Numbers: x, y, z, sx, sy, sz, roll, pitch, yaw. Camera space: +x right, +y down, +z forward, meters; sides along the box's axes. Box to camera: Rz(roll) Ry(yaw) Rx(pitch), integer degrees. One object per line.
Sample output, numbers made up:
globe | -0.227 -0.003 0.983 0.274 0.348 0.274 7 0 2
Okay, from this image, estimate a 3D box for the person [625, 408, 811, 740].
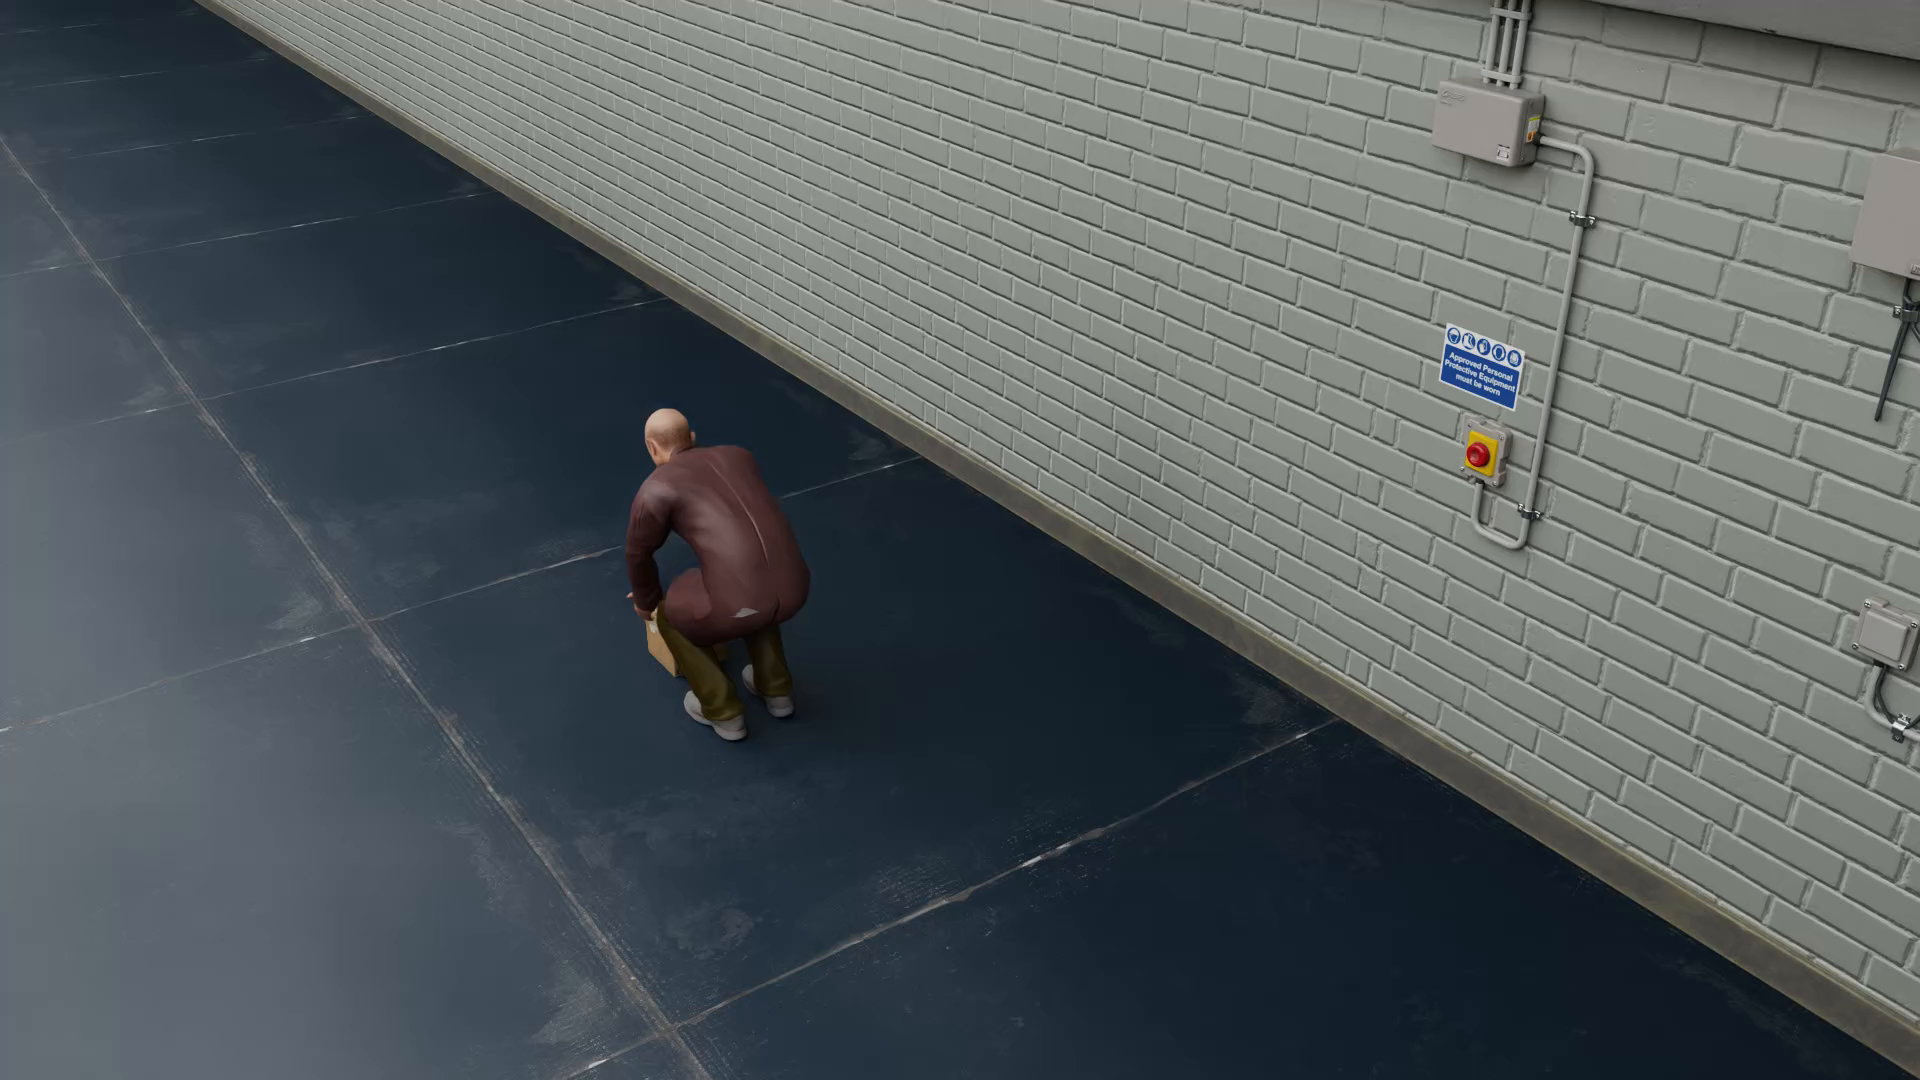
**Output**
person | -0.937 0.188 6.498 0.626 1.109 0.816 -19 33 -31
